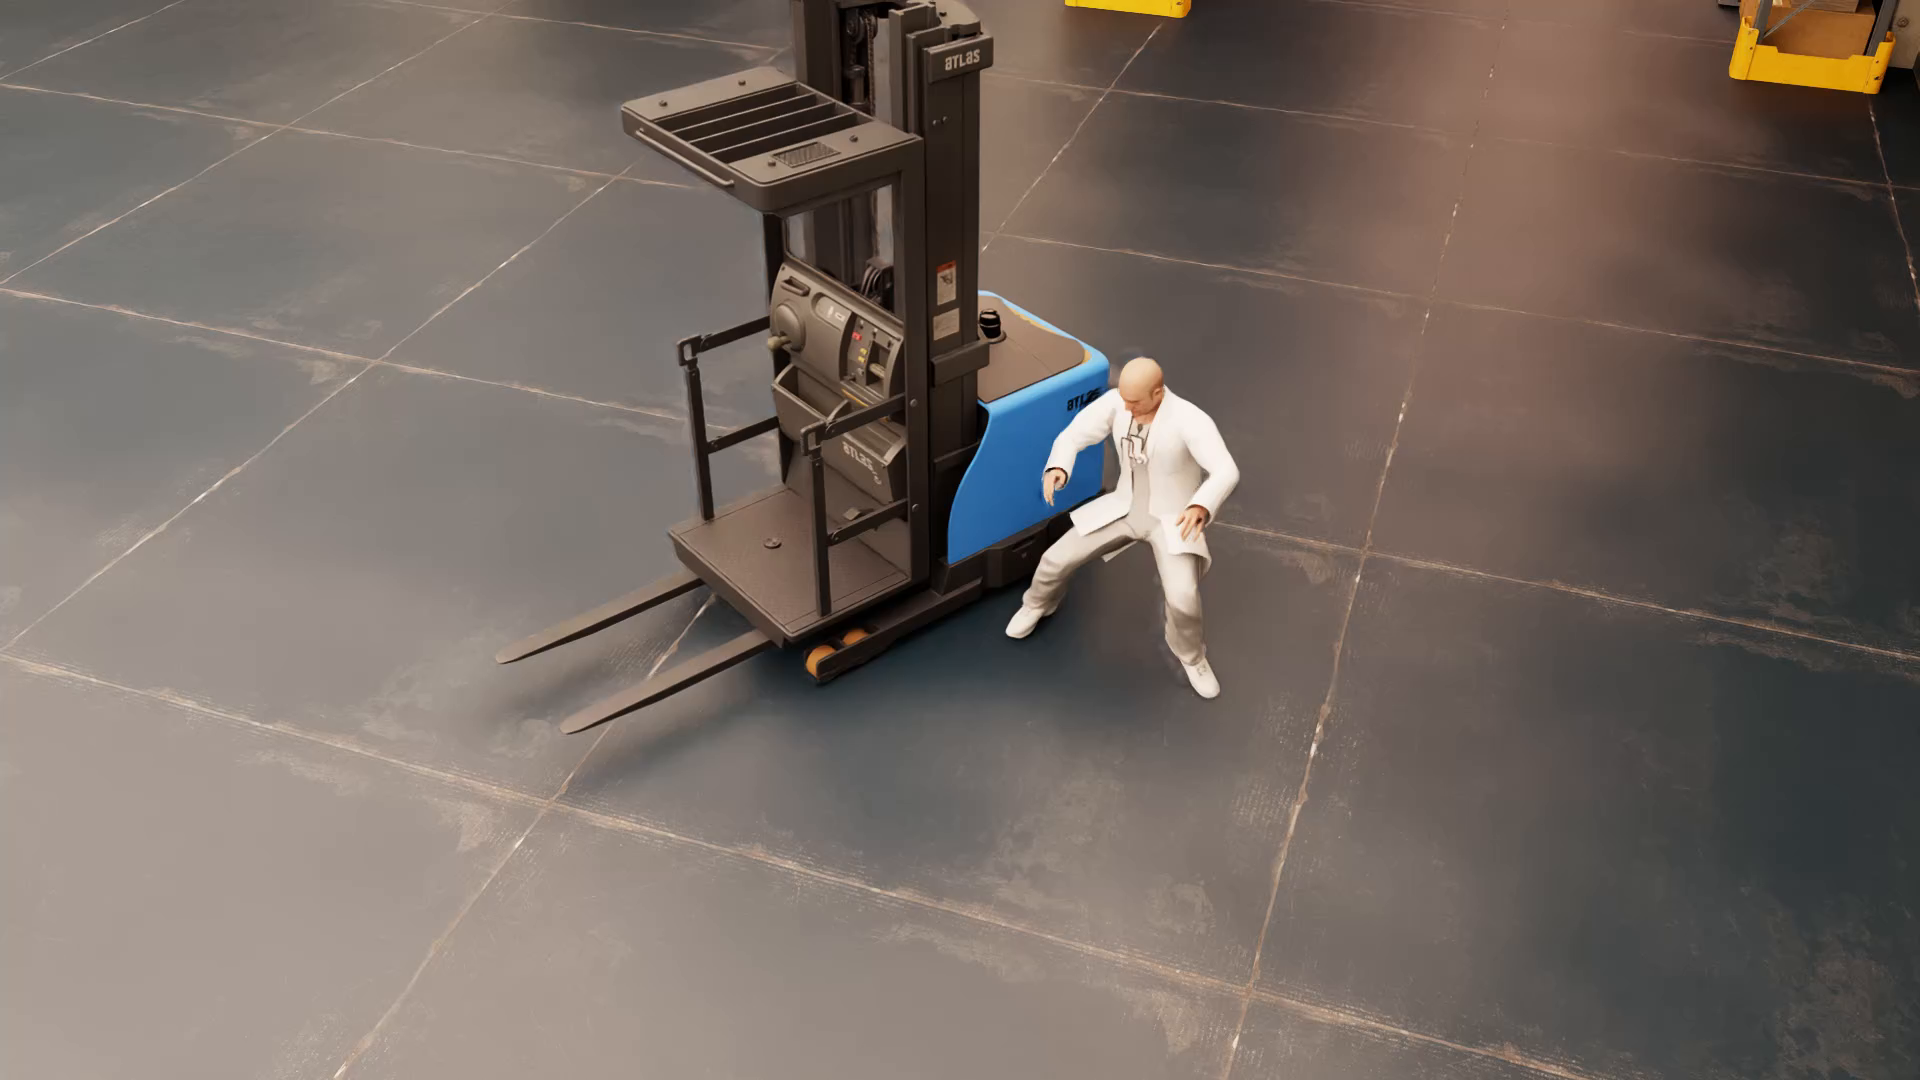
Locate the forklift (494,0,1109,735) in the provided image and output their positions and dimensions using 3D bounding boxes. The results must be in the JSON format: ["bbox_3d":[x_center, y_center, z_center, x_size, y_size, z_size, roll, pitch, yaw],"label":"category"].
[{"bbox_3d":[-0.723,-0.886,7.361,3.031,2.935,1.130,-25,42,-31],"label":"forklift"}]

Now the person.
[{"bbox_3d":[0.740,-0.030,7.404,1.065,1.404,0.771,28,44,33],"label":"person"}]
